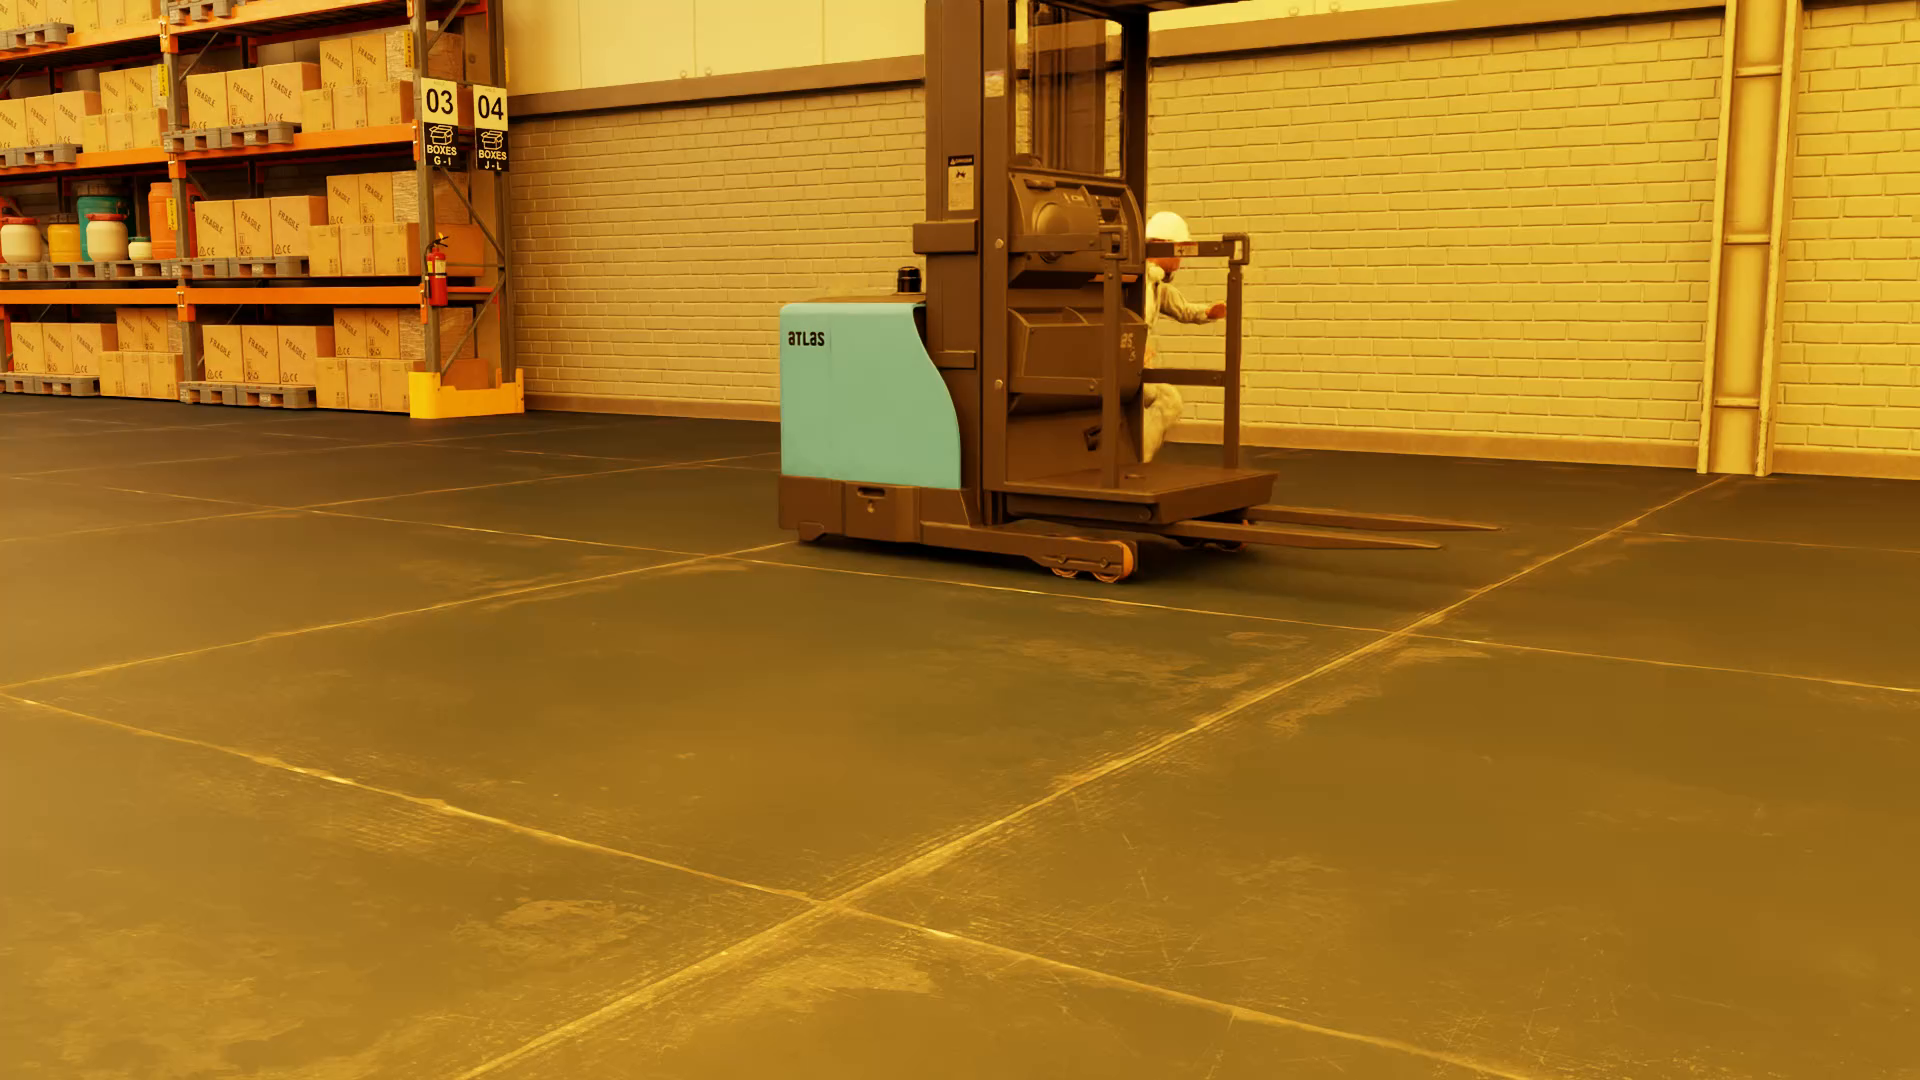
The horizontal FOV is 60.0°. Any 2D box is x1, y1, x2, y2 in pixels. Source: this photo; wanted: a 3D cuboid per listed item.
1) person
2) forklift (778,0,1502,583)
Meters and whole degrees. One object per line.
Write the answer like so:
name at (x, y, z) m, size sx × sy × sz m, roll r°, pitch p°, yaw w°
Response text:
person at (0.966, -0.894, 8.486) m, size 0.885 × 1.542 × 0.948 m, roll 1°, pitch 8°, yaw 10°
forklift at (0.664, -1.369, 6.819) m, size 3.031 × 2.935 × 1.130 m, roll 6°, pitch 10°, yaw 36°
